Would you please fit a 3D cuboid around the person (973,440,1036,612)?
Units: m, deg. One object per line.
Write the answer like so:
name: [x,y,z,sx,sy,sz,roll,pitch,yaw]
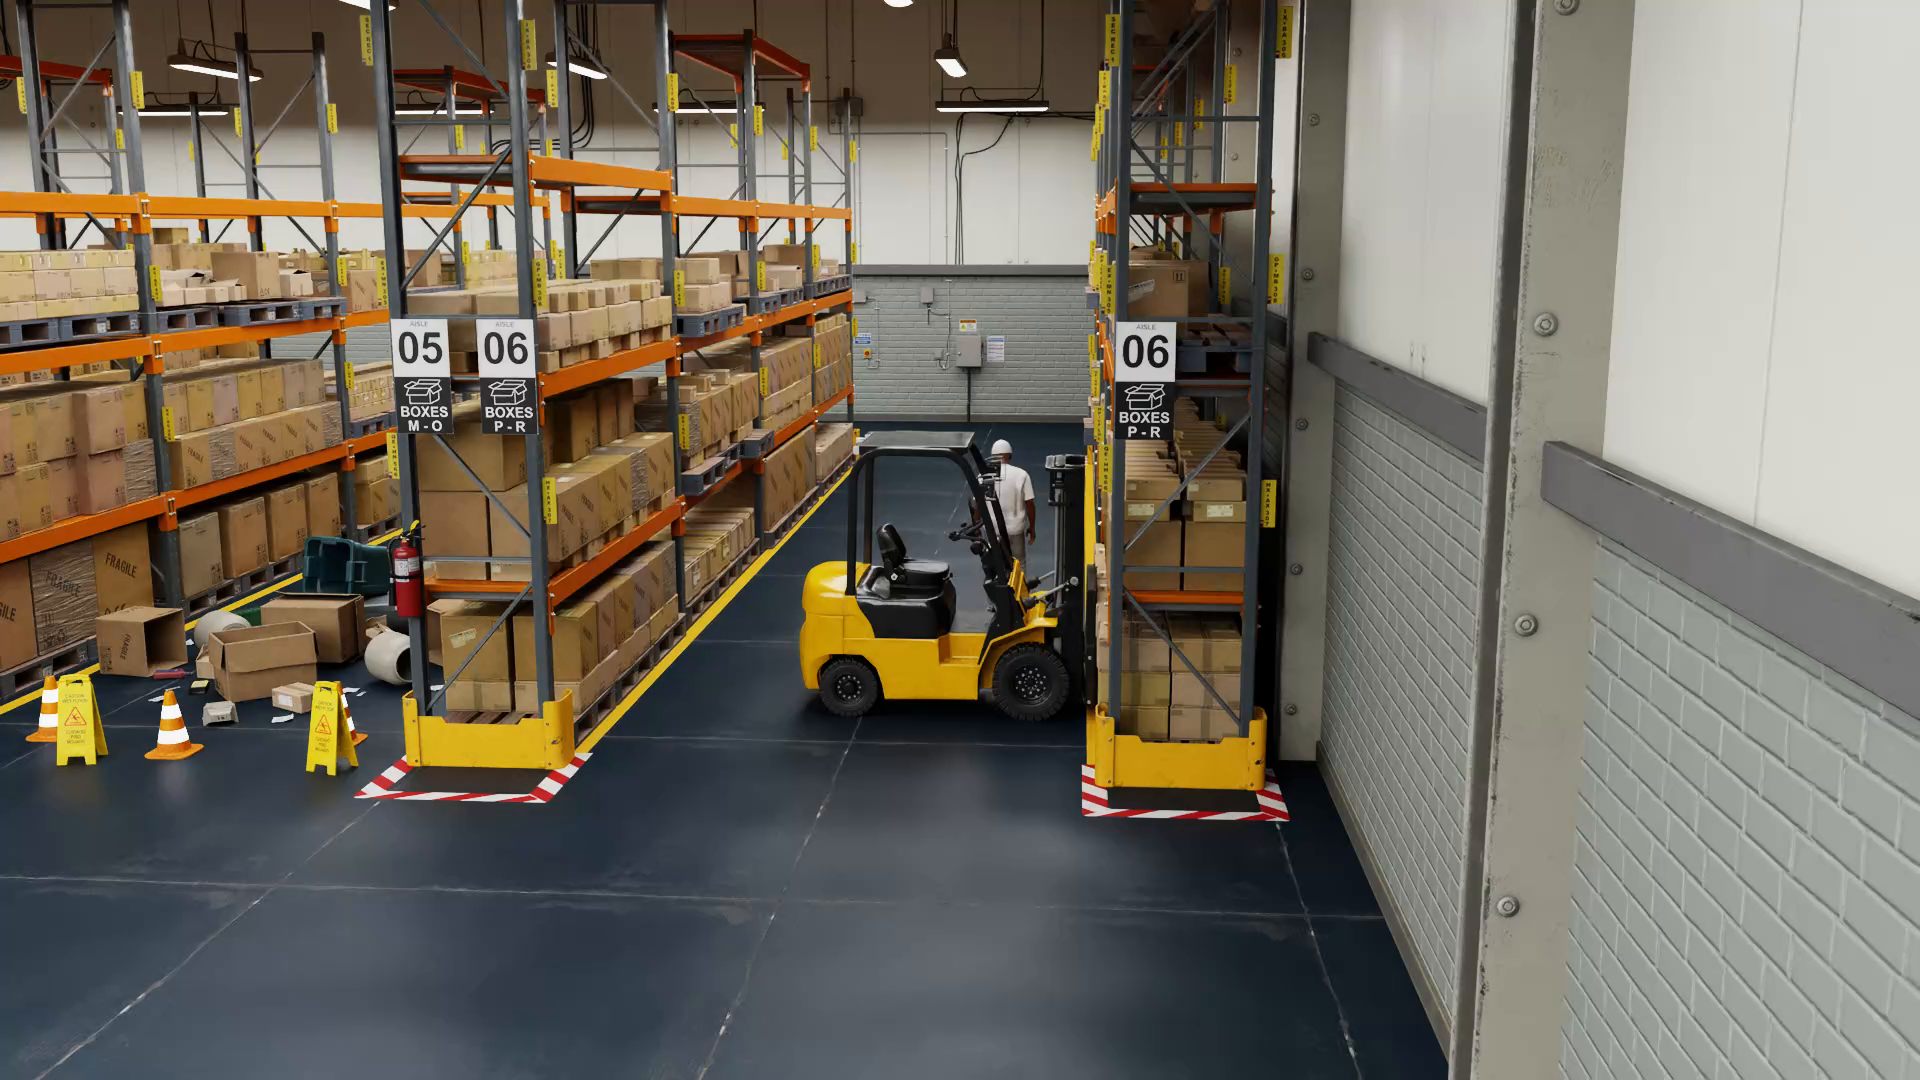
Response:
person: [0.437,-0.115,16.488,0.629,1.759,0.458,0,11,1]
